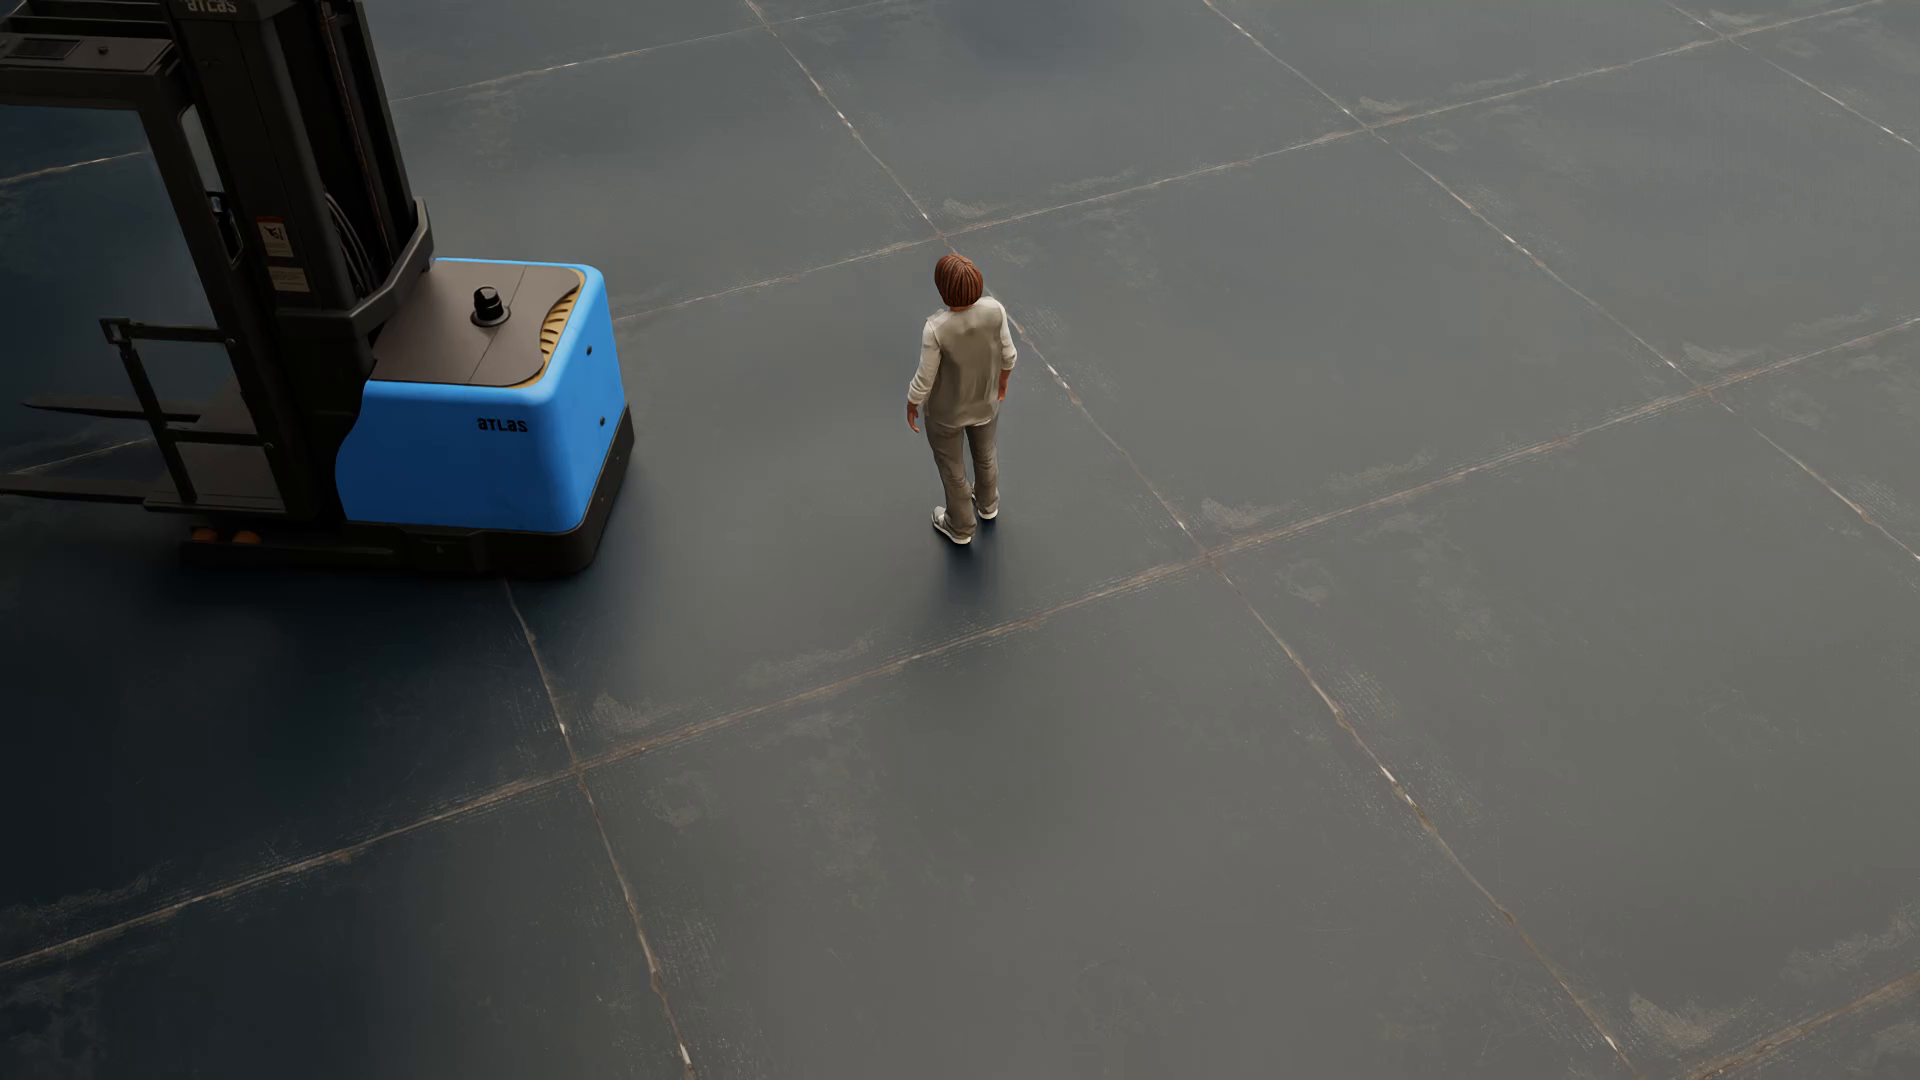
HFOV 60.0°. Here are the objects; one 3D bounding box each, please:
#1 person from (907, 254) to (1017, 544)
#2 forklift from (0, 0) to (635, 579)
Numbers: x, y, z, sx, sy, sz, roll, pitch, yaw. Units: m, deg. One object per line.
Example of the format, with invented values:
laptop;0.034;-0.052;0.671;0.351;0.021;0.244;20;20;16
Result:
person;-0.018;-0.639;7.332;0.521;1.596;0.475;-18;46;-18
forklift;-3.160;-1.307;7.081;3.031;2.935;1.130;3;43;4
